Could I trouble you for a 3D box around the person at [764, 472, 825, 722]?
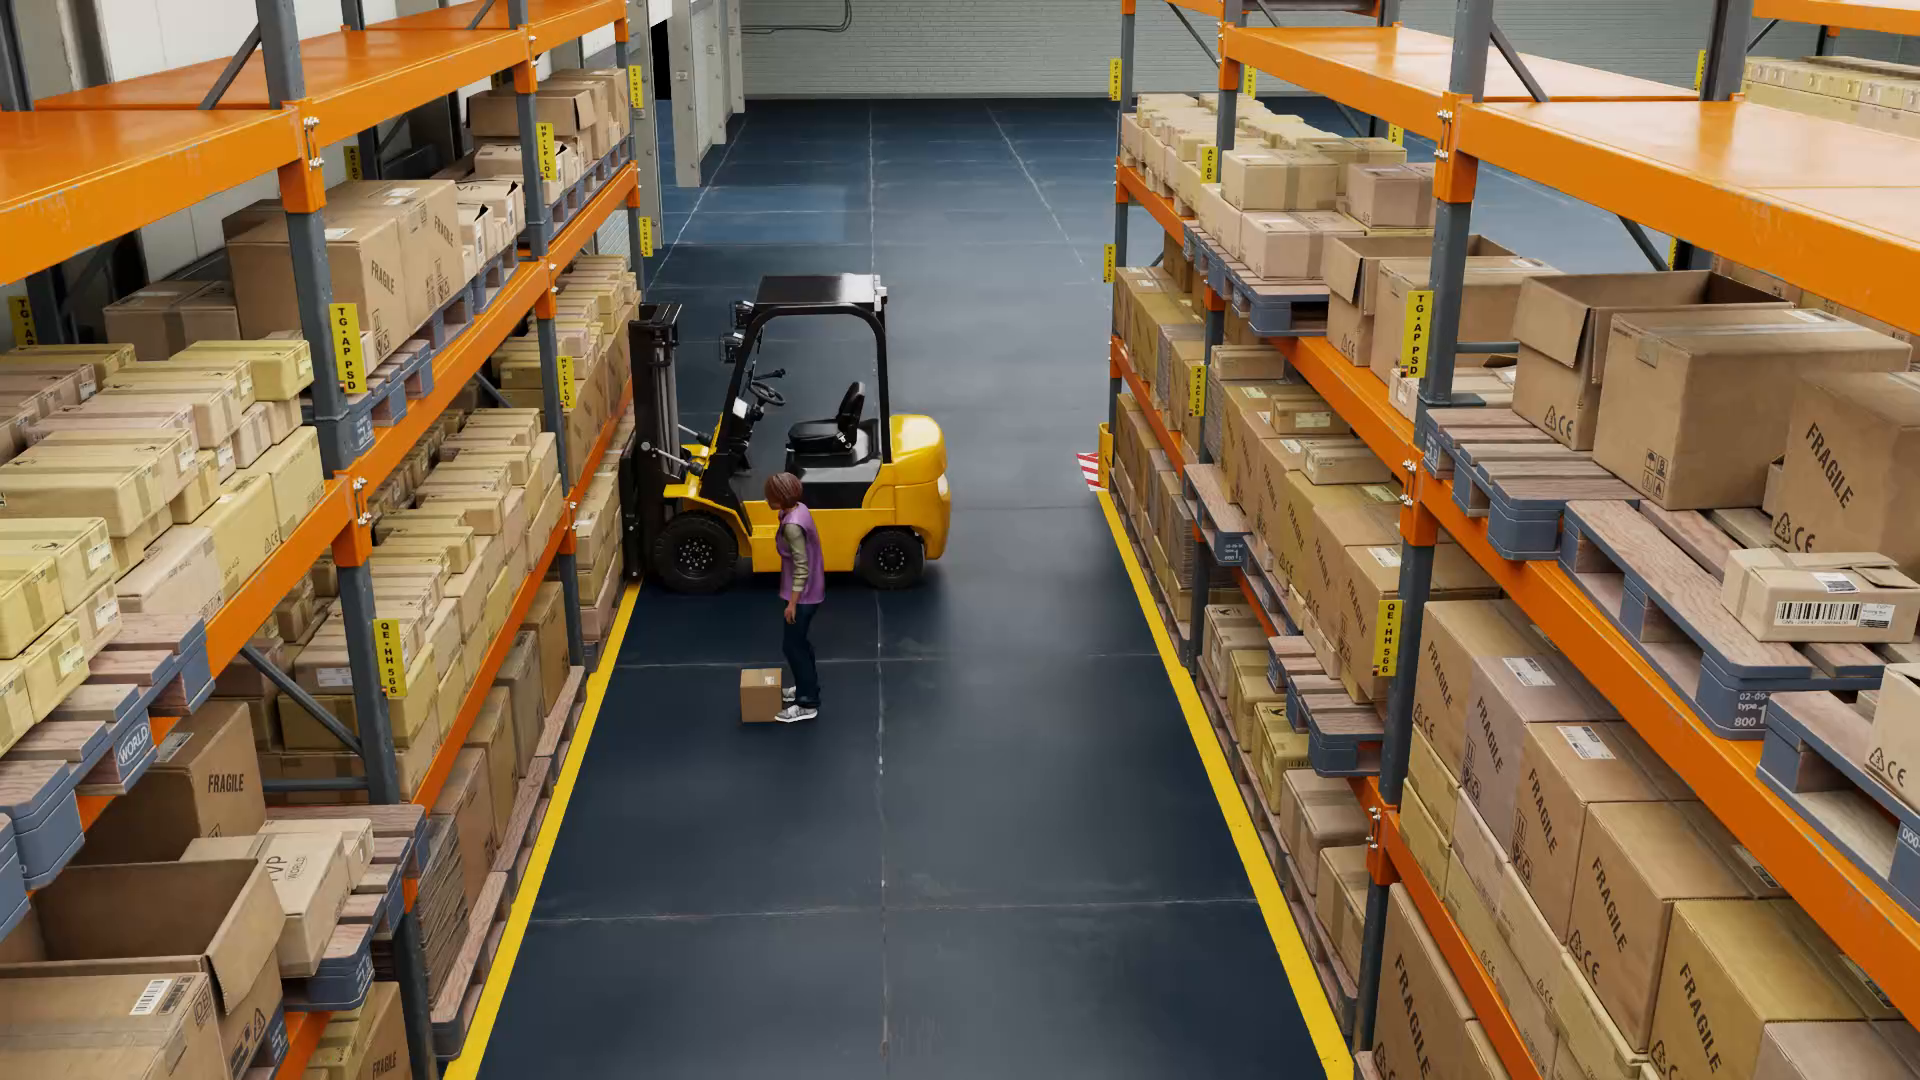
[{"bbox_3d":[-0.999,0.337,10.200,0.342,1.594,0.483,-2,21,-5],"label":"person"}]
